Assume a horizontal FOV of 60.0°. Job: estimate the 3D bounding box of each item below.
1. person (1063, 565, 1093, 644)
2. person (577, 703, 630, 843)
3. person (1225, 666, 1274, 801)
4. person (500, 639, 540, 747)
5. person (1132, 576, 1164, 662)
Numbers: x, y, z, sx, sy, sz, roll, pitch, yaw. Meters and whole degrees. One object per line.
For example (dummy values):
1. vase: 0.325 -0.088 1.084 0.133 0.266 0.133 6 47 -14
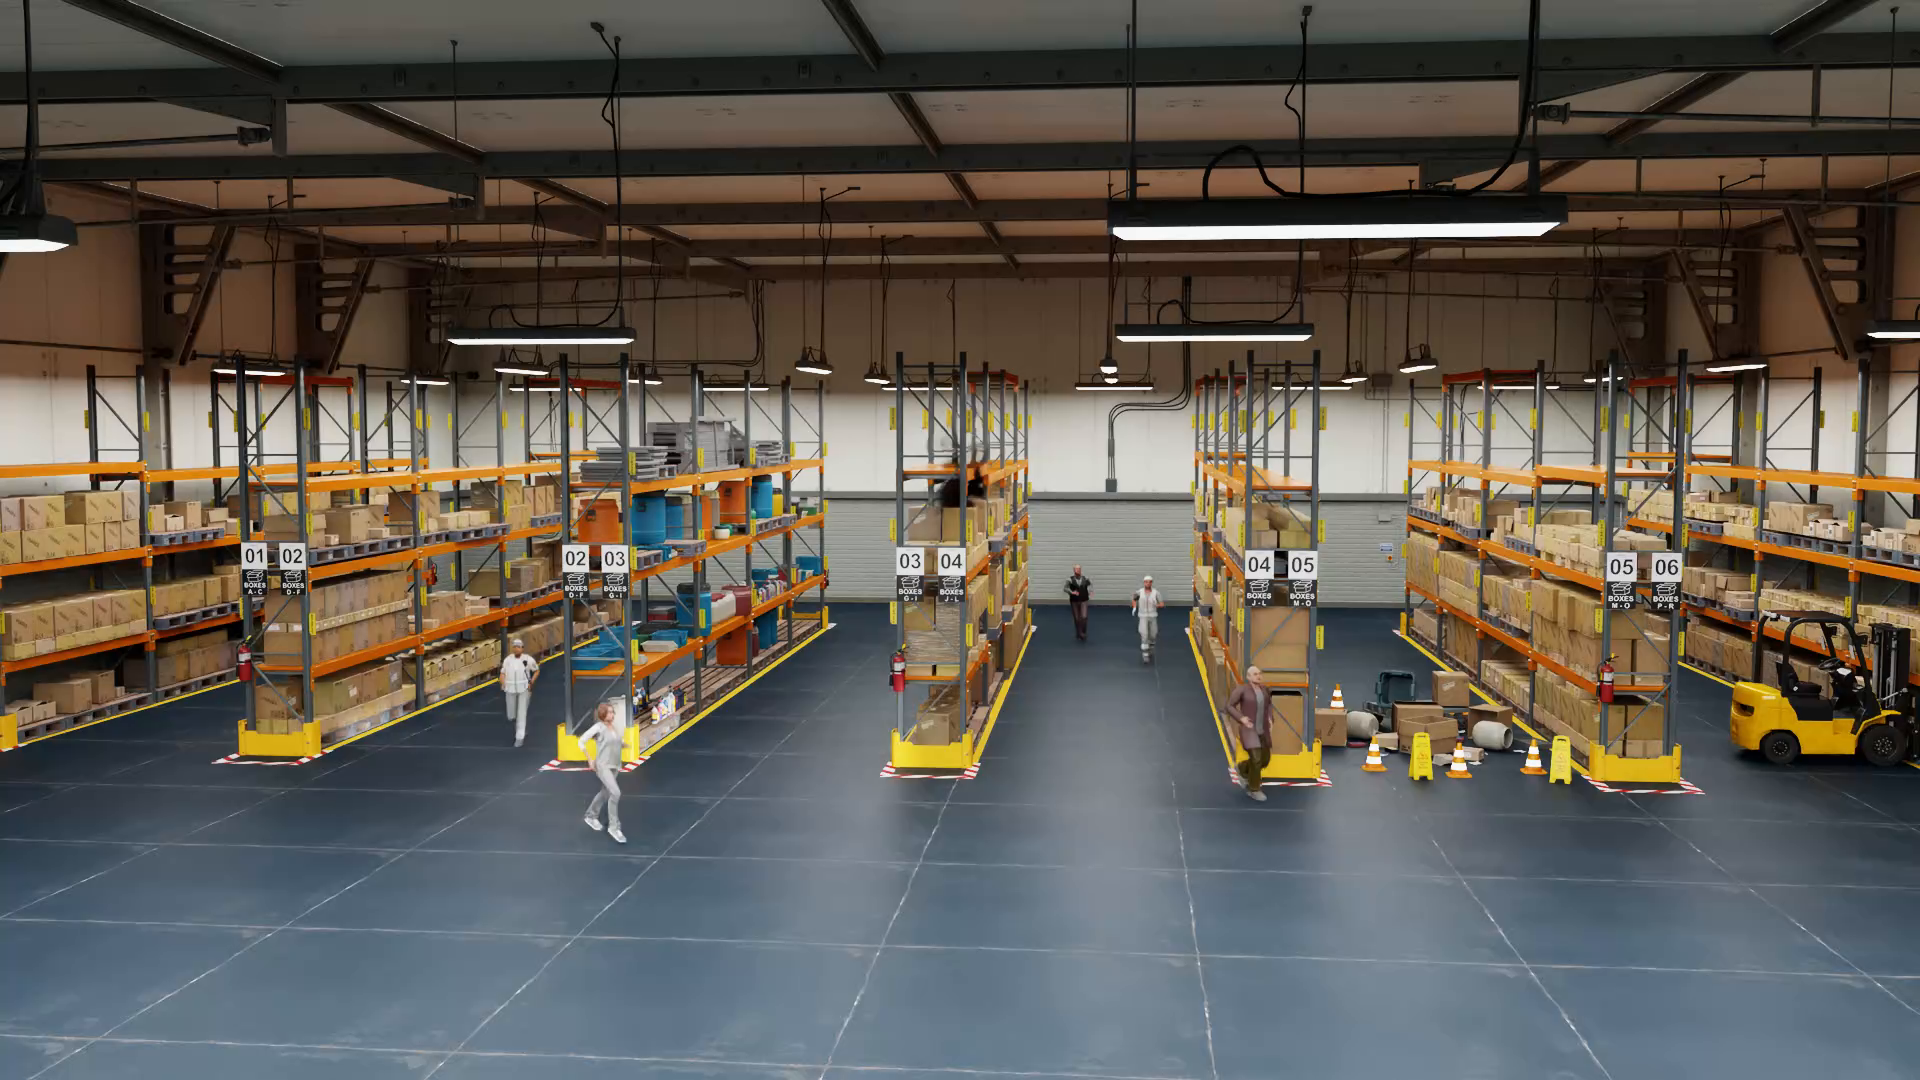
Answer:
1. person: 2.685 1.463 37.883 0.686 1.793 0.764 0 4 -2
2. person: -4.261 2.775 19.988 0.737 1.643 0.510 2 5 27
3. person: 3.899 2.566 22.251 0.760 1.765 0.702 -2 4 -24
4. person: -6.862 2.362 25.918 0.608 1.643 0.685 0 4 -3
5. person: 3.921 1.625 34.704 0.663 1.766 0.997 0 4 3
